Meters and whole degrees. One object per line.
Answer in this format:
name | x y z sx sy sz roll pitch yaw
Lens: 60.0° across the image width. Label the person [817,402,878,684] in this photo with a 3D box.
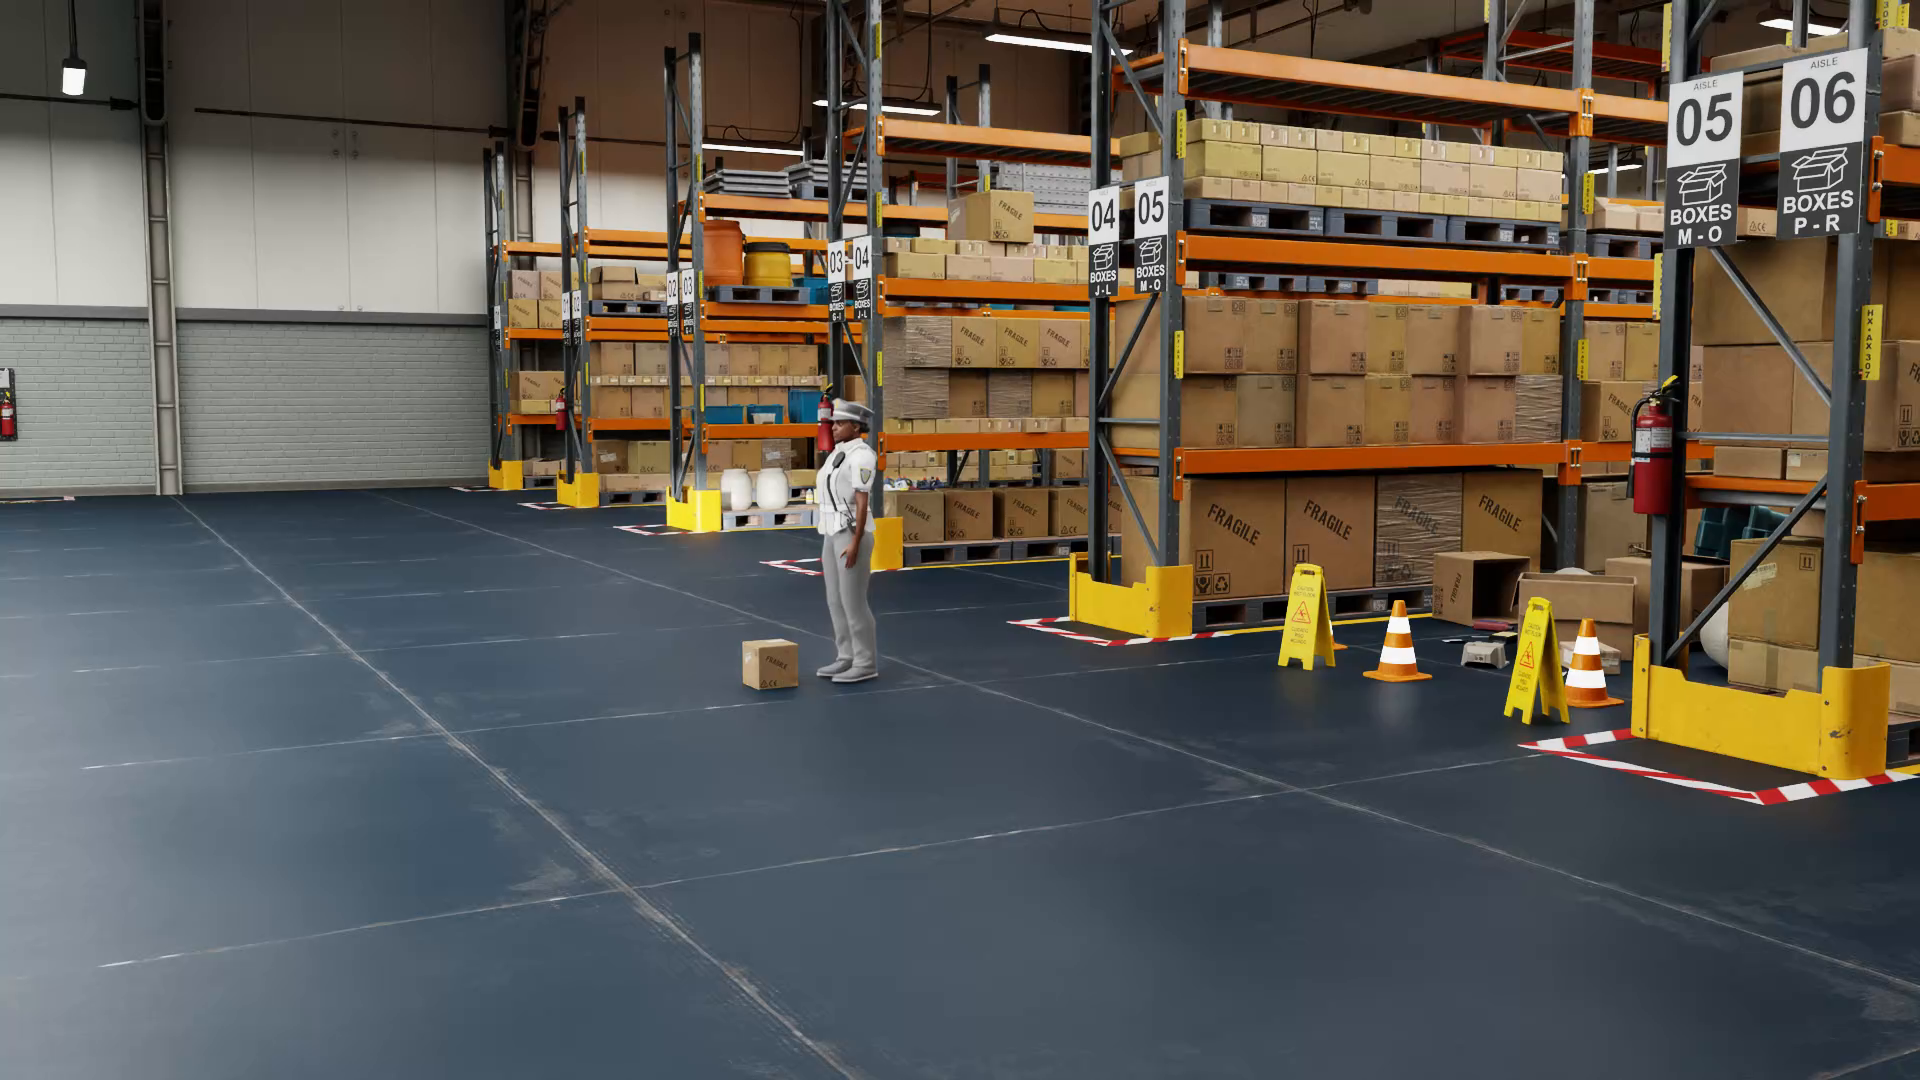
person | -0.674 0.011 9.921 0.341 1.661 0.438 -3 6 -27
